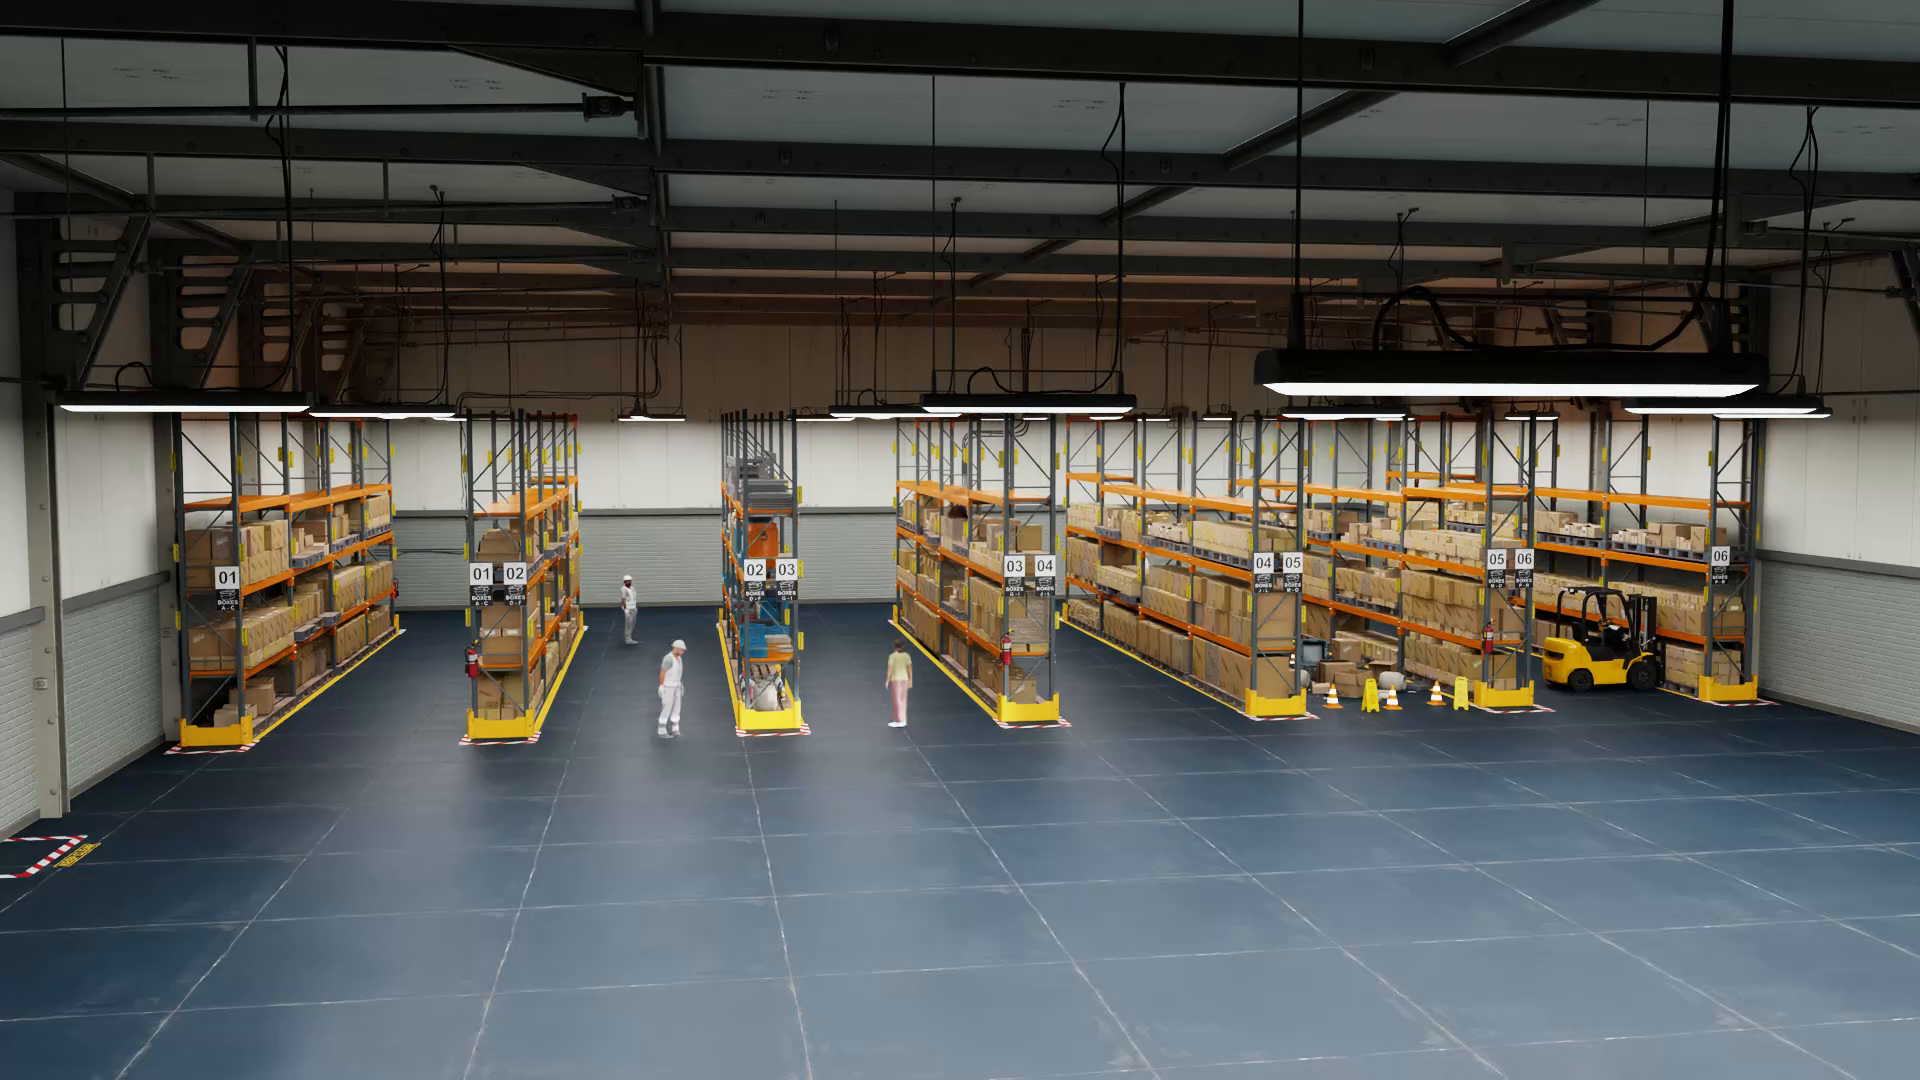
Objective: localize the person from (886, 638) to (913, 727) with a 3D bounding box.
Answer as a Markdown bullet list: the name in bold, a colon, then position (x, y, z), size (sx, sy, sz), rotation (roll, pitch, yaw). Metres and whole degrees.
- **person**: position (-1.147, 2.699, 31.461), size (0.499, 1.695, 0.376), rotation (-2, 4, -26)

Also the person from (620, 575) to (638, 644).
- **person**: position (-8.598, 1.821, 43.310), size (0.417, 1.819, 0.597), rotation (0, 4, 3)

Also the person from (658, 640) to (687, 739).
- **person**: position (-5.238, 2.718, 30.453), size (0.464, 1.777, 0.690), rotation (1, 4, 18)

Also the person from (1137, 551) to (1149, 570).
- **person**: position (5.647, 1.201, 52.165), size (0.858, 1.740, 0.642), rotation (-4, 5, -42)
